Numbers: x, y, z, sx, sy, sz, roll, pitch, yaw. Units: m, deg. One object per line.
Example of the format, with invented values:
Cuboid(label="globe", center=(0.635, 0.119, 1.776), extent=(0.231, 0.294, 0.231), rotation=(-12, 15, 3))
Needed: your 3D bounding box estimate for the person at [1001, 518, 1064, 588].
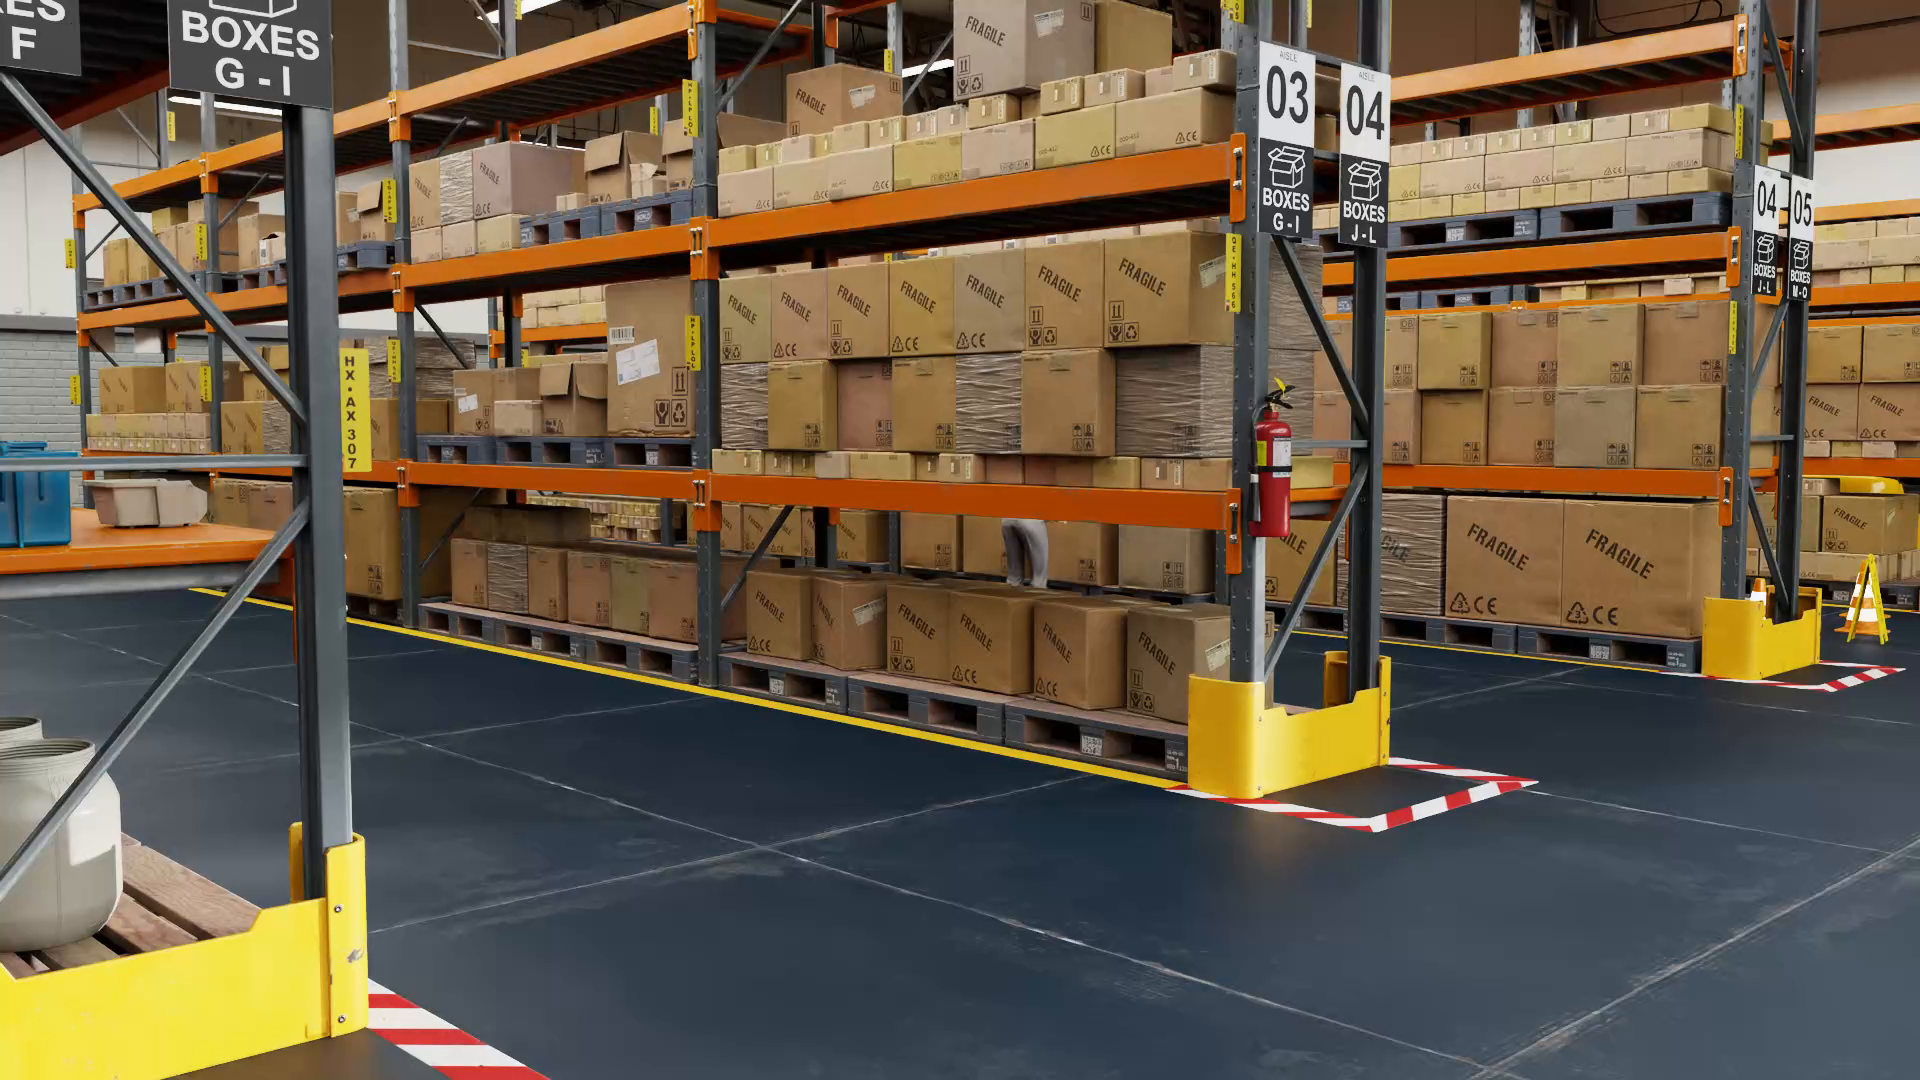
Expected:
Cuboid(label="person", center=(0.542, -0.148, 12.499), extent=(0.543, 1.622, 0.361), rotation=(-4, 6, -43))
